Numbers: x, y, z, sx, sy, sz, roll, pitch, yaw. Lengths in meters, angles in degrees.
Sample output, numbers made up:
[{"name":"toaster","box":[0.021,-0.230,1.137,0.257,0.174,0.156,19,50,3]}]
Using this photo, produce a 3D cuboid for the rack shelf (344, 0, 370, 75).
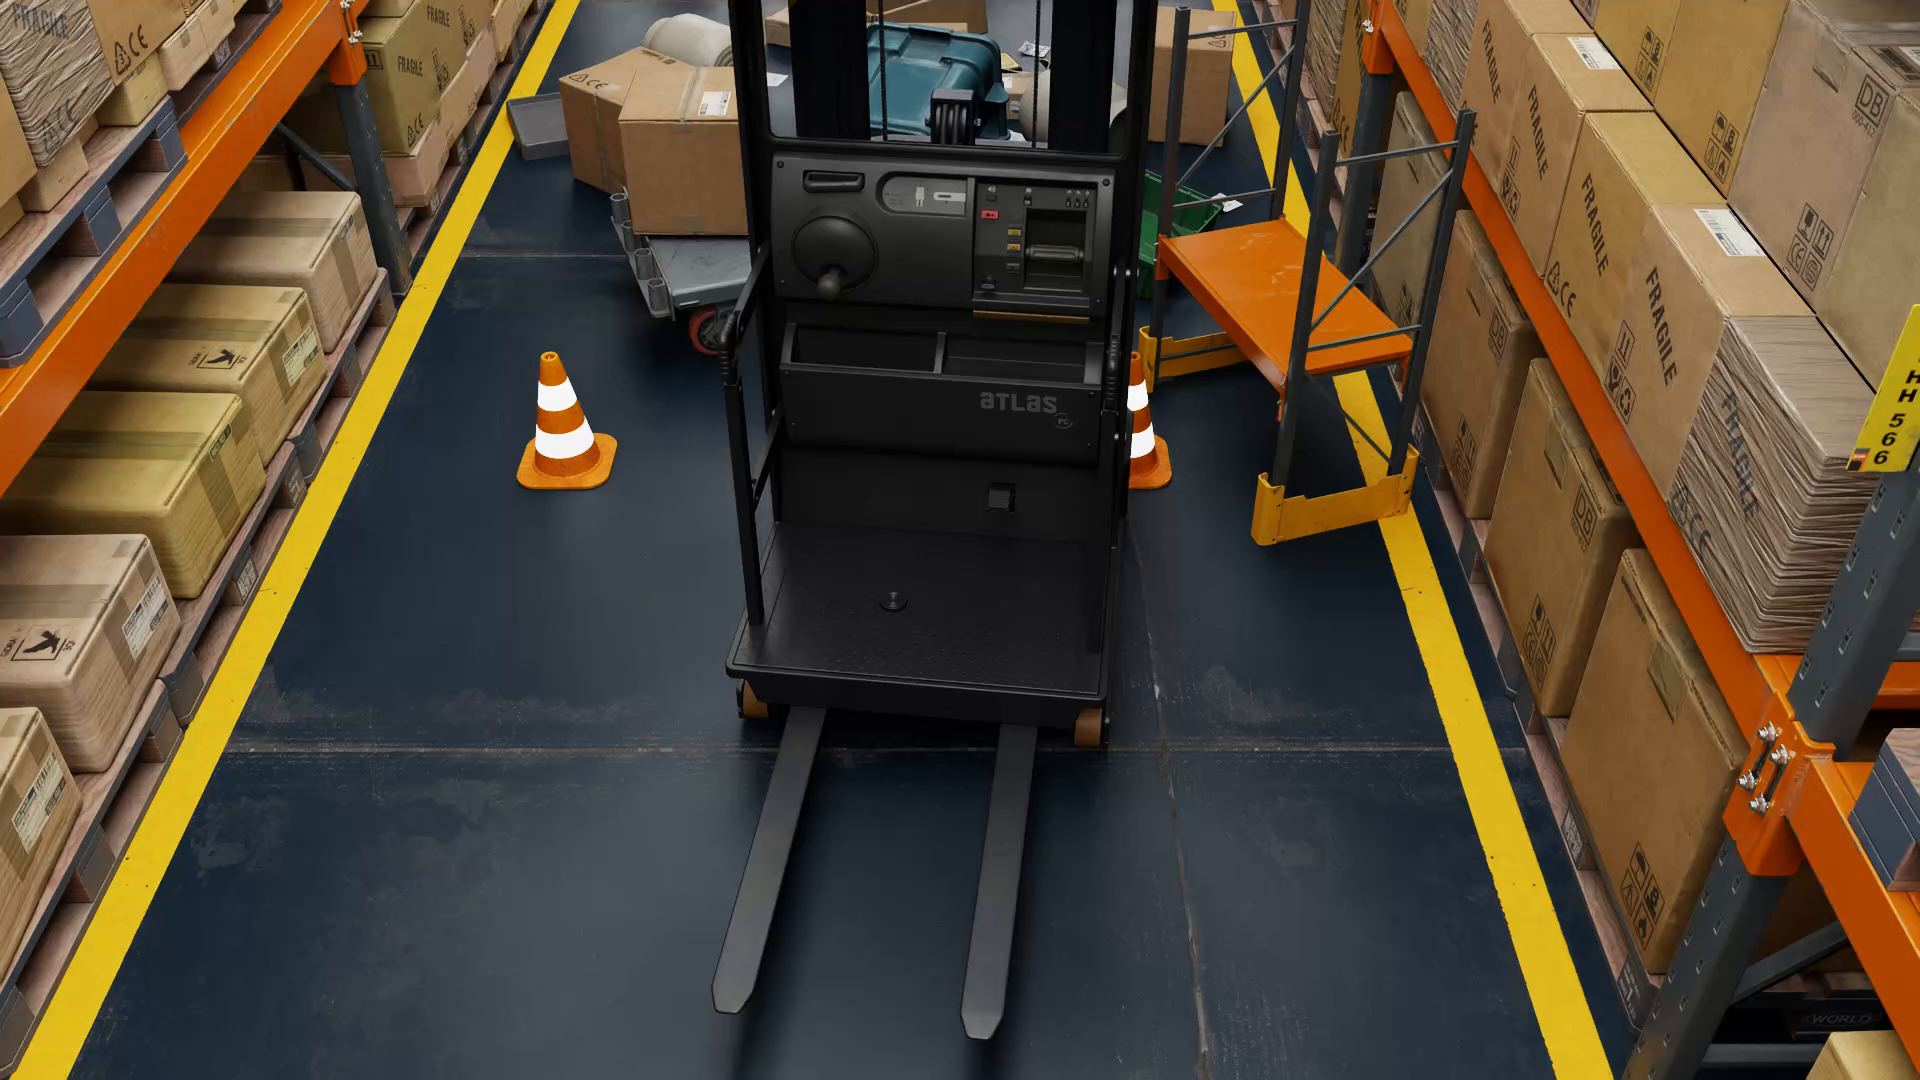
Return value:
[{"name":"rack shelf","box":[-2.843,-3.200,7.920,1.077,0.370,4.000,0,39,0]}]

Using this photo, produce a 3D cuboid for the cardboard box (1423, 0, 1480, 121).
[{"name":"cardboard box","box":[1.842,-1.691,5.382,0.500,0.500,0.500,0,39,0]}]

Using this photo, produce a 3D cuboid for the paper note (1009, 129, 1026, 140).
[{"name":"paper note","box":[0.278,-1.983,8.206,0.172,0.023,0.155,13,40,15]}]

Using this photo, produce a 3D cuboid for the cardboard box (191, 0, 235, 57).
[{"name":"cardboard box","box":[-2.545,-1.648,5.273,0.380,0.149,0.250,-1,39,-1]}]

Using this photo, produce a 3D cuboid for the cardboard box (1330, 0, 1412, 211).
[{"name":"cardboard box","box":[2.178,-2.025,7.241,0.875,0.875,0.875,1,39,1]}]

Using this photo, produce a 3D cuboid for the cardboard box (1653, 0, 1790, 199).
[{"name":"cardboard box","box":[2.118,-1.143,3.898,0.700,0.500,0.500,-1,39,-1]}]

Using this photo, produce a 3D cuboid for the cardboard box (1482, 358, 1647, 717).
[{"name":"cardboard box","box":[2.199,-0.009,4.826,1.050,0.750,0.750,1,39,1]}]

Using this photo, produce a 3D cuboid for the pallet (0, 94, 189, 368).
[{"name":"pallet","box":[-2.879,-0.892,4.617,1.003,0.211,1.213,0,39,0]}]

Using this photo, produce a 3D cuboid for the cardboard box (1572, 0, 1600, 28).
[{"name":"cardboard box","box":[2.118,-1.778,4.690,0.700,0.500,0.500,0,39,0]}]

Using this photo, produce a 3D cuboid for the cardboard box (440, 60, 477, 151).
[{"name":"cardboard box","box":[-2.583,-2.024,7.740,0.500,0.250,0.500,2,39,3]}]

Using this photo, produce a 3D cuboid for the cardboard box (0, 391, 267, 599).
[{"name":"cardboard box","box":[-2.831,-0.156,5.312,0.950,0.372,0.625,1,39,1]}]

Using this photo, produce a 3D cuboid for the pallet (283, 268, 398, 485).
[{"name":"pallet","box":[-2.838,-0.655,6.399,1.003,0.211,1.213,0,39,0]}]

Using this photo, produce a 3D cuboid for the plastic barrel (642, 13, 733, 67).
[{"name":"plastic barrel","box":[-1.329,-2.436,8.451,0.512,0.421,0.421,28,46,30]}]

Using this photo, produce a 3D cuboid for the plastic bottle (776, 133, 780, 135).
[{"name":"plastic bottle","box":[-0.967,-1.892,8.062,0.133,0.061,0.283,6,39,8]}]

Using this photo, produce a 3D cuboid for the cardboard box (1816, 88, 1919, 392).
[{"name":"cardboard box","box":[2.123,-0.505,3.103,0.700,0.500,0.500,0,39,0]}]

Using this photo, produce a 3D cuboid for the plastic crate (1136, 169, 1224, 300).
[{"name":"plastic crate","box":[0.799,-1.330,7.213,0.450,0.188,0.662,27,45,16]}]

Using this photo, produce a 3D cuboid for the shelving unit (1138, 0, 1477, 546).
[{"name":"shelving unit","box":[1.133,-0.940,5.724,0.587,1.500,1.083,-12,40,-15]}]

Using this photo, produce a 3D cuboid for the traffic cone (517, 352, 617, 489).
[{"name":"traffic cone","box":[-1.439,-0.466,5.961,0.336,0.463,0.334,0,39,0]}]

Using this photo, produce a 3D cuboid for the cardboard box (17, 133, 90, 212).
[{"name":"cardboard box","box":[-2.604,-1.009,4.475,0.380,0.149,0.250,1,39,1]}]

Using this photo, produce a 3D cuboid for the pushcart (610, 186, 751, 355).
[{"name":"pushcart","box":[-0.561,-1.240,6.995,1.648,0.377,0.936,-13,40,-16]}]

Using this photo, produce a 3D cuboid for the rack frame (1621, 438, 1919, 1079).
[{"name":"rack frame","box":[2.117,0.205,3.096,0.949,2.616,0.053,0,39,0]}]

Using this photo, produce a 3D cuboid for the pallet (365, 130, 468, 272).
[{"name":"pallet","box":[-2.877,-1.562,7.530,1.003,0.211,1.213,0,39,0]}]

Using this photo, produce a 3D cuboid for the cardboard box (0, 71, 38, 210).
[{"name":"cardboard box","box":[-2.620,-0.987,3.930,0.500,0.500,0.500,1,39,1]}]

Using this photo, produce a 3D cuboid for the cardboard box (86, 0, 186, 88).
[{"name":"cardboard box","box":[-2.614,-1.628,4.729,0.500,0.500,0.500,1,39,1]}]

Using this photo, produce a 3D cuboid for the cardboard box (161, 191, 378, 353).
[{"name":"cardboard box","box":[-2.838,-1.041,6.415,0.950,0.372,0.625,0,39,1]}]

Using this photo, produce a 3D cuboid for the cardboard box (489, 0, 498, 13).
[{"name":"cardboard box","box":[-2.586,-2.972,8.324,0.500,0.500,0.500,-1,39,-1]}]

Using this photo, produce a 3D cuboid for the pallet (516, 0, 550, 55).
[{"name":"pallet","box":[-2.880,-3.088,9.434,1.003,0.211,1.213,0,39,0]}]

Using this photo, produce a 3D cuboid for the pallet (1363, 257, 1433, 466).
[{"name":"pallet","box":[2.185,-0.726,6.487,1.003,0.211,1.213,0,39,0]}]

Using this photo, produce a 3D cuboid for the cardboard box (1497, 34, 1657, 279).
[{"name":"cardboard box","box":[1.840,-1.061,4.595,0.500,0.500,0.500,1,39,1]}]

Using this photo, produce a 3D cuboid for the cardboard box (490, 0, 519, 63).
[{"name":"cardboard box","box":[-2.577,-2.666,8.541,0.500,0.250,0.500,-1,39,-2]}]

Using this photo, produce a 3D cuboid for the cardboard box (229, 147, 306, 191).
[{"name":"cardboard box","box":[-3.110,-1.691,7.324,0.500,0.250,0.500,2,39,2]}]

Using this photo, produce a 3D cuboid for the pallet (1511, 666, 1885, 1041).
[{"name":"pallet","box":[2.188,0.800,4.583,1.003,0.211,1.213,0,39,0]}]

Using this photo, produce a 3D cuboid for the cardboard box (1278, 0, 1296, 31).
[{"name":"cardboard box","box":[2.174,-3.159,8.656,0.875,0.875,0.875,-1,39,-1]}]

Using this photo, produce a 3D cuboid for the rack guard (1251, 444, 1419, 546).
[{"name":"rack guard","box":[1.295,-0.158,5.747,0.587,0.250,0.087,-12,40,-15]}]

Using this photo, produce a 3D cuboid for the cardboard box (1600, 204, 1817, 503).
[{"name":"cardboard box","box":[1.845,-0.428,3.805,0.500,0.500,0.500,0,39,0]}]

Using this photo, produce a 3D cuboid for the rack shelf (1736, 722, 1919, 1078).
[{"name":"rack shelf","box":[2.116,1.736,1.760,1.077,0.370,4.000,0,39,0]}]

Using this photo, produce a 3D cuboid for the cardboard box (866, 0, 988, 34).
[{"name":"cardboard box","box":[-0.312,-2.661,8.668,0.797,0.503,0.637,-28,46,-30]}]

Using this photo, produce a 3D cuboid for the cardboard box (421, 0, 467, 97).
[{"name":"cardboard box","box":[-2.584,-2.318,7.507,0.500,0.500,0.500,1,39,2]}]

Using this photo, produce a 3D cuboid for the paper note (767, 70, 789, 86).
[{"name":"paper note","box":[-1.003,-2.447,8.789,0.148,0.019,0.142,13,40,15]}]

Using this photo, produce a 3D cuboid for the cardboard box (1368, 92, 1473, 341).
[{"name":"cardboard box","box":[2.200,-1.195,6.305,1.050,0.750,0.750,0,39,0]}]

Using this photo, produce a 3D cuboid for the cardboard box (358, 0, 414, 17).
[{"name":"cardboard box","box":[-2.512,-2.314,6.984,0.380,0.149,0.250,0,39,1]}]

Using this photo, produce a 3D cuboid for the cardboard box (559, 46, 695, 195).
[{"name":"cardboard box","box":[-1.481,-1.927,7.752,0.500,0.500,0.500,28,46,30]}]

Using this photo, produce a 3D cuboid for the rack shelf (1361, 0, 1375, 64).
[{"name":"rack shelf","box":[2.107,-3.267,8.003,1.077,0.370,4.000,0,39,0]}]

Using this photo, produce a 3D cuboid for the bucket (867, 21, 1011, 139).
[{"name":"bucket","box":[-0.197,-1.696,6.870,0.726,0.611,0.620,13,50,15]}]

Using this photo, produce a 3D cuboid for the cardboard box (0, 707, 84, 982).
[{"name":"cardboard box","box":[-2.827,0.780,4.144,0.950,0.372,0.625,-2,39,-3]}]

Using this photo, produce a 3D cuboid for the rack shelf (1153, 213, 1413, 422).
[{"name":"rack shelf","box":[1.130,-0.805,5.843,0.538,0.185,1.000,-12,40,-15]}]

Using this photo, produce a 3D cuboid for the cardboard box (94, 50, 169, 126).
[{"name":"cardboard box","box":[-2.577,-1.336,4.884,0.380,0.149,0.250,0,39,0]}]

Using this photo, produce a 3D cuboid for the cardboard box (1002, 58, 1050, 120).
[{"name":"cardboard box","box":[0.265,-2.304,8.412,0.396,0.266,0.258,6,39,8]}]

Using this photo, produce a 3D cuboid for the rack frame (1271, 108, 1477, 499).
[{"name":"rack frame","box":[1.295,-0.645,5.355,0.500,1.500,0.032,-12,40,-15]}]

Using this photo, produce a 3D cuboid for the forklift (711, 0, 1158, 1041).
[{"name":"forklift","box":[-0.075,-0.755,4.349,1.130,2.935,3.031,4,39,5]}]

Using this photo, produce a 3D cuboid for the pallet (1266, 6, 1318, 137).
[{"name":"pallet","box":[2.182,-2.449,8.637,1.003,0.211,1.213,0,39,0]}]

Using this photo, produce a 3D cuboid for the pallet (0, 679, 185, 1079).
[{"name":"pallet","box":[-2.836,0.871,4.495,1.003,0.211,1.213,0,39,0]}]
